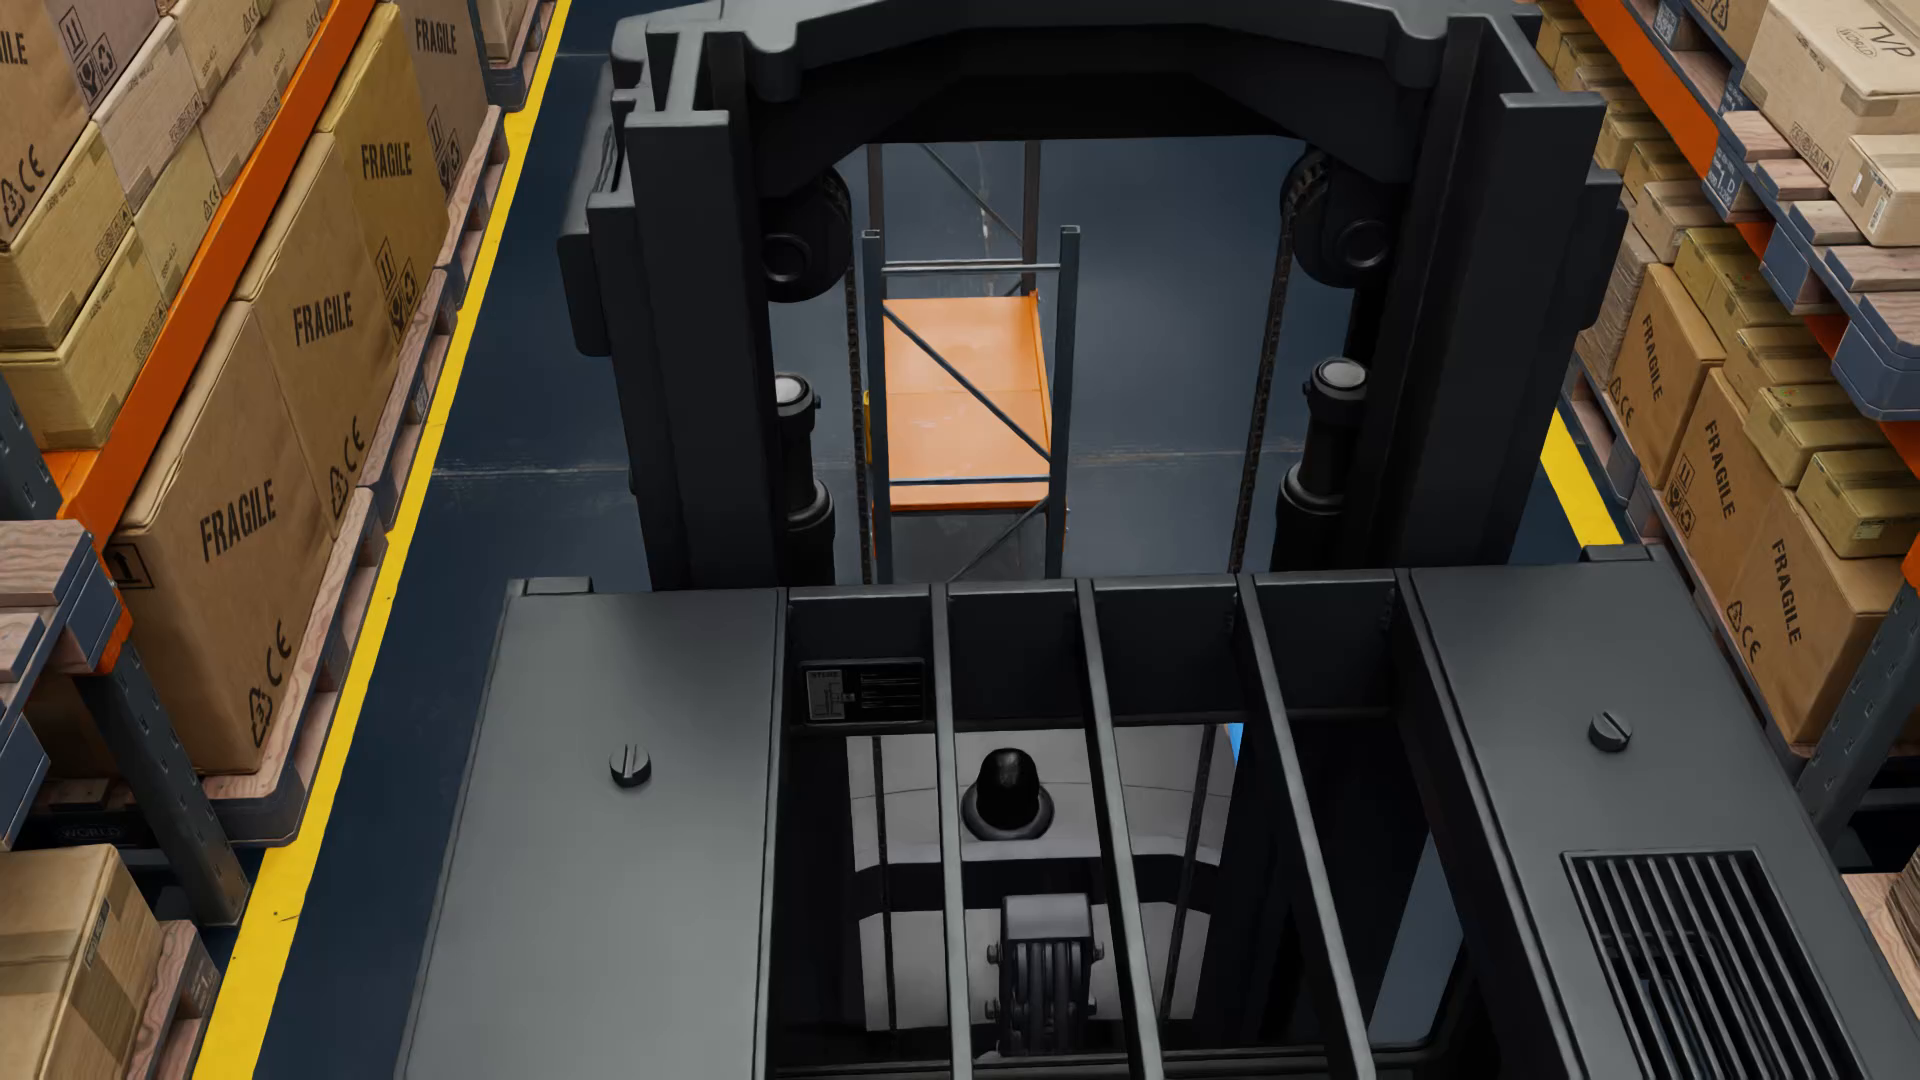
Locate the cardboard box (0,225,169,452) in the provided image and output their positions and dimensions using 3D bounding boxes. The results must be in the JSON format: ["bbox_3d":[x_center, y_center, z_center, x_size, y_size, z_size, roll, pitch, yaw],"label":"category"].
[{"bbox_3d":[-2.086,-0.439,3.620,0.500,0.250,0.500,-2,43,-3],"label":"cardboard box"}]

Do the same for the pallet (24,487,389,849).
[{"bbox_3d":[-2.275,0.337,4.726,1.003,0.211,1.213,-2,43,-2],"label":"pallet"}]

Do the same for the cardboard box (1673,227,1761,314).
[{"bbox_3d":[2.382,-0.810,4.973,0.380,0.149,0.250,-2,43,-2],"label":"cardboard box"}]

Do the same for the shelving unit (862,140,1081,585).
[{"bbox_3d":[0.003,-0.501,4.687,0.587,1.500,1.083,-2,43,-2],"label":"shelving unit"}]

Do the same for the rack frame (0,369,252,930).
[{"bbox_3d":[-2.317,-0.156,3.201,1.000,3.000,0.127,-2,43,-2],"label":"rack frame"}]

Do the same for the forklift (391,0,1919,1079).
[{"bbox_3d":[0.137,0.982,2.010,1.130,2.935,3.031,-2,43,-2],"label":"forklift"}]

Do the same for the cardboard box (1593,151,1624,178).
[{"bbox_3d":[2.318,-1.206,5.885,0.500,0.500,0.500,-3,43,-3],"label":"cardboard box"}]

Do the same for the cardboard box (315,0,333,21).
[{"bbox_3d":[-2.193,-1.821,5.128,0.500,0.250,0.500,-3,43,-3],"label":"cardboard box"}]

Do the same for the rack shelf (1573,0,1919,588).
[{"bbox_3d":[2.557,-1.386,5.075,1.077,0.370,4.000,-2,43,-2],"label":"rack shelf"}]

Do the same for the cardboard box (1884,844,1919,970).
[{"bbox_3d":[2.655,0.841,3.560,0.875,0.625,0.625,0,43,0],"label":"cardboard box"}]

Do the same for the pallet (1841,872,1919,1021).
[{"bbox_3d":[2.638,1.283,3.694,1.003,0.211,1.213,-2,43,-2],"label":"pallet"}]

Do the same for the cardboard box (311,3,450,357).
[{"bbox_3d":[-2.334,-1.203,5.604,0.875,0.875,0.875,-1,43,-1],"label":"cardboard box"}]

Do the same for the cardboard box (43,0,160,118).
[{"bbox_3d":[-2.124,-1.236,3.565,0.500,0.500,0.500,-1,43,-2],"label":"cardboard box"}]

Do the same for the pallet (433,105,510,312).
[{"bbox_3d":[-2.378,-1.310,6.523,1.003,0.211,1.213,-2,43,-2],"label":"pallet"}]

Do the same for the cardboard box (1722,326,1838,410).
[{"bbox_3d":[2.359,-0.462,4.594,0.380,0.149,0.250,-3,43,-3],"label":"cardboard box"}]

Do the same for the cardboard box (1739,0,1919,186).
[{"bbox_3d":[2.274,-1.104,4.035,0.500,0.250,0.500,-3,43,-4],"label":"cardboard box"}]

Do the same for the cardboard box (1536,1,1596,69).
[{"bbox_3d":[2.333,-1.867,6.126,0.380,0.149,0.250,-4,43,-4],"label":"cardboard box"}]

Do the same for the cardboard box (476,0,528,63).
[{"bbox_3d":[-2.406,-2.494,7.336,0.875,0.438,0.875,-2,43,-2],"label":"cardboard box"}]

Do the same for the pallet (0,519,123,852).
[{"bbox_3d":[-2.180,0.392,2.744,1.213,0.211,1.003,-2,43,-2],"label":"pallet"}]

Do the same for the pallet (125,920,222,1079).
[{"bbox_3d":[-2.285,1.399,3.567,1.003,0.211,1.213,-2,43,-2],"label":"pallet"}]

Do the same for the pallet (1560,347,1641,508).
[{"bbox_3d":[2.600,-0.600,5.749,1.003,0.211,1.213,-2,43,-2],"label":"pallet"}]

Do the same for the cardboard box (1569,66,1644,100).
[{"bbox_3d":[2.332,-1.512,5.739,0.380,0.149,0.250,-2,43,-2],"label":"cardboard box"}]

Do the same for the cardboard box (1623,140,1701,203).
[{"bbox_3d":[2.381,-1.163,5.358,0.380,0.149,0.250,-1,43,-2],"label":"cardboard box"}]

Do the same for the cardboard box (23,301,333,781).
[{"bbox_3d":[-2.263,0.003,4.288,0.875,0.875,0.875,-2,43,-2],"label":"cardboard box"}]

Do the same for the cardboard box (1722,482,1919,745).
[{"bbox_3d":[2.410,0.186,4.366,0.500,0.500,0.500,-1,43,-1],"label":"cardboard box"}]

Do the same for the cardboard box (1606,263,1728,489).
[{"bbox_3d":[2.374,-0.505,5.121,0.500,0.500,0.500,0,43,0],"label":"cardboard box"}]

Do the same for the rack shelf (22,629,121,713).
[{"bbox_3d":[-2.232,1.459,1.971,1.077,0.370,4.000,-2,43,-2],"label":"rack shelf"}]

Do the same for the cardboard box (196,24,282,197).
[{"bbox_3d":[-2.142,-1.139,4.384,0.500,0.250,0.500,0,43,0],"label":"cardboard box"}]

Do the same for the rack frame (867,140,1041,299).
[{"bbox_3d":[-0.018,-0.838,5.055,0.500,1.500,0.032,-2,43,-2],"label":"rack frame"}]

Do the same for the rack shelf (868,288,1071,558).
[{"bbox_3d":[0.004,-0.363,4.802,0.538,0.185,1.000,-2,43,-2],"label":"rack shelf"}]

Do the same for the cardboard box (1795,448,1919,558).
[{"bbox_3d":[2.368,-0.100,4.198,0.380,0.149,0.250,-4,43,-4],"label":"cardboard box"}]

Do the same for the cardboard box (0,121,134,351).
[{"bbox_3d":[-2.091,-0.635,3.464,0.500,0.250,0.500,-2,43,-2],"label":"cardboard box"}]

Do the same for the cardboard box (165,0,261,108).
[{"bbox_3d":[-2.121,-1.320,4.212,0.500,0.250,0.500,-2,43,-2],"label":"cardboard box"}]
